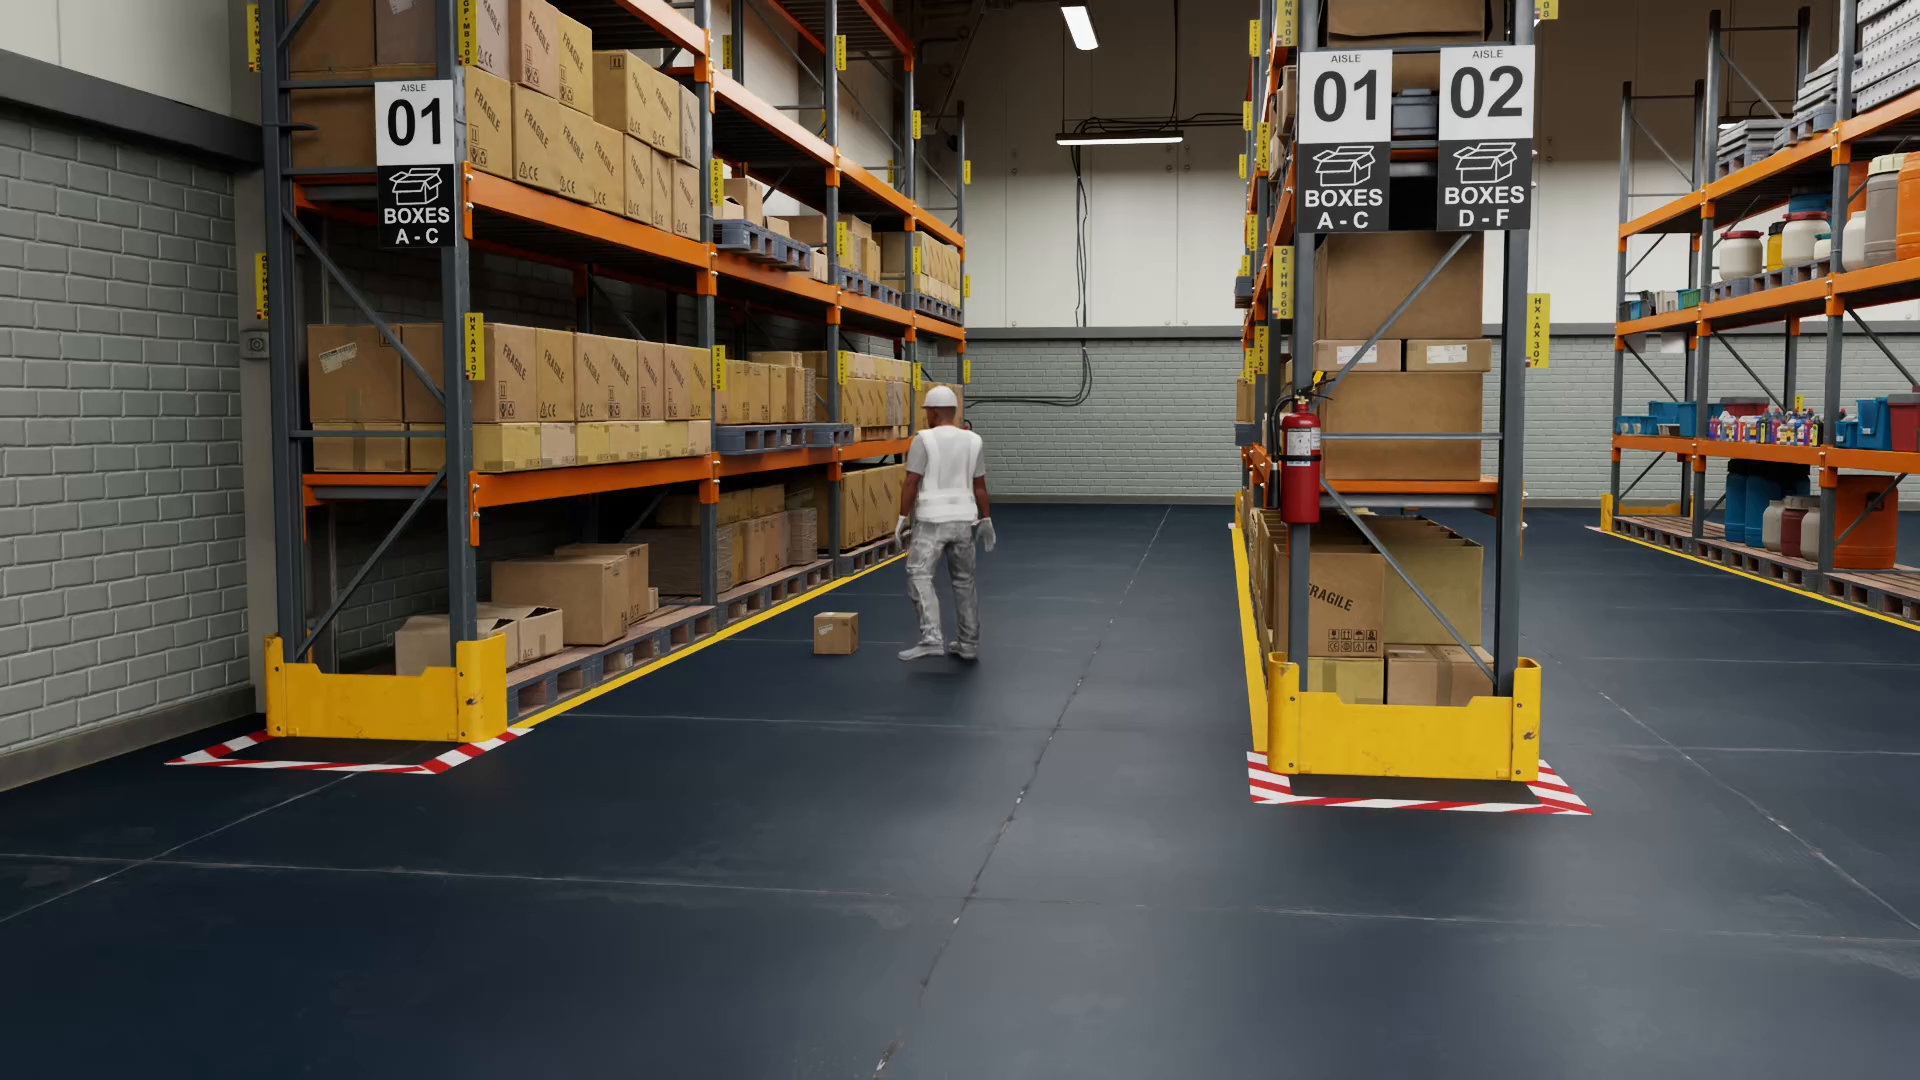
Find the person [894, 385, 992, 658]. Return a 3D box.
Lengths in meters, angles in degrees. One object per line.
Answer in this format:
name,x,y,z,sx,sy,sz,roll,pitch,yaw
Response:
person,-0.144,-0.101,10.657,0.769,1.777,0.643,-3,5,-34
